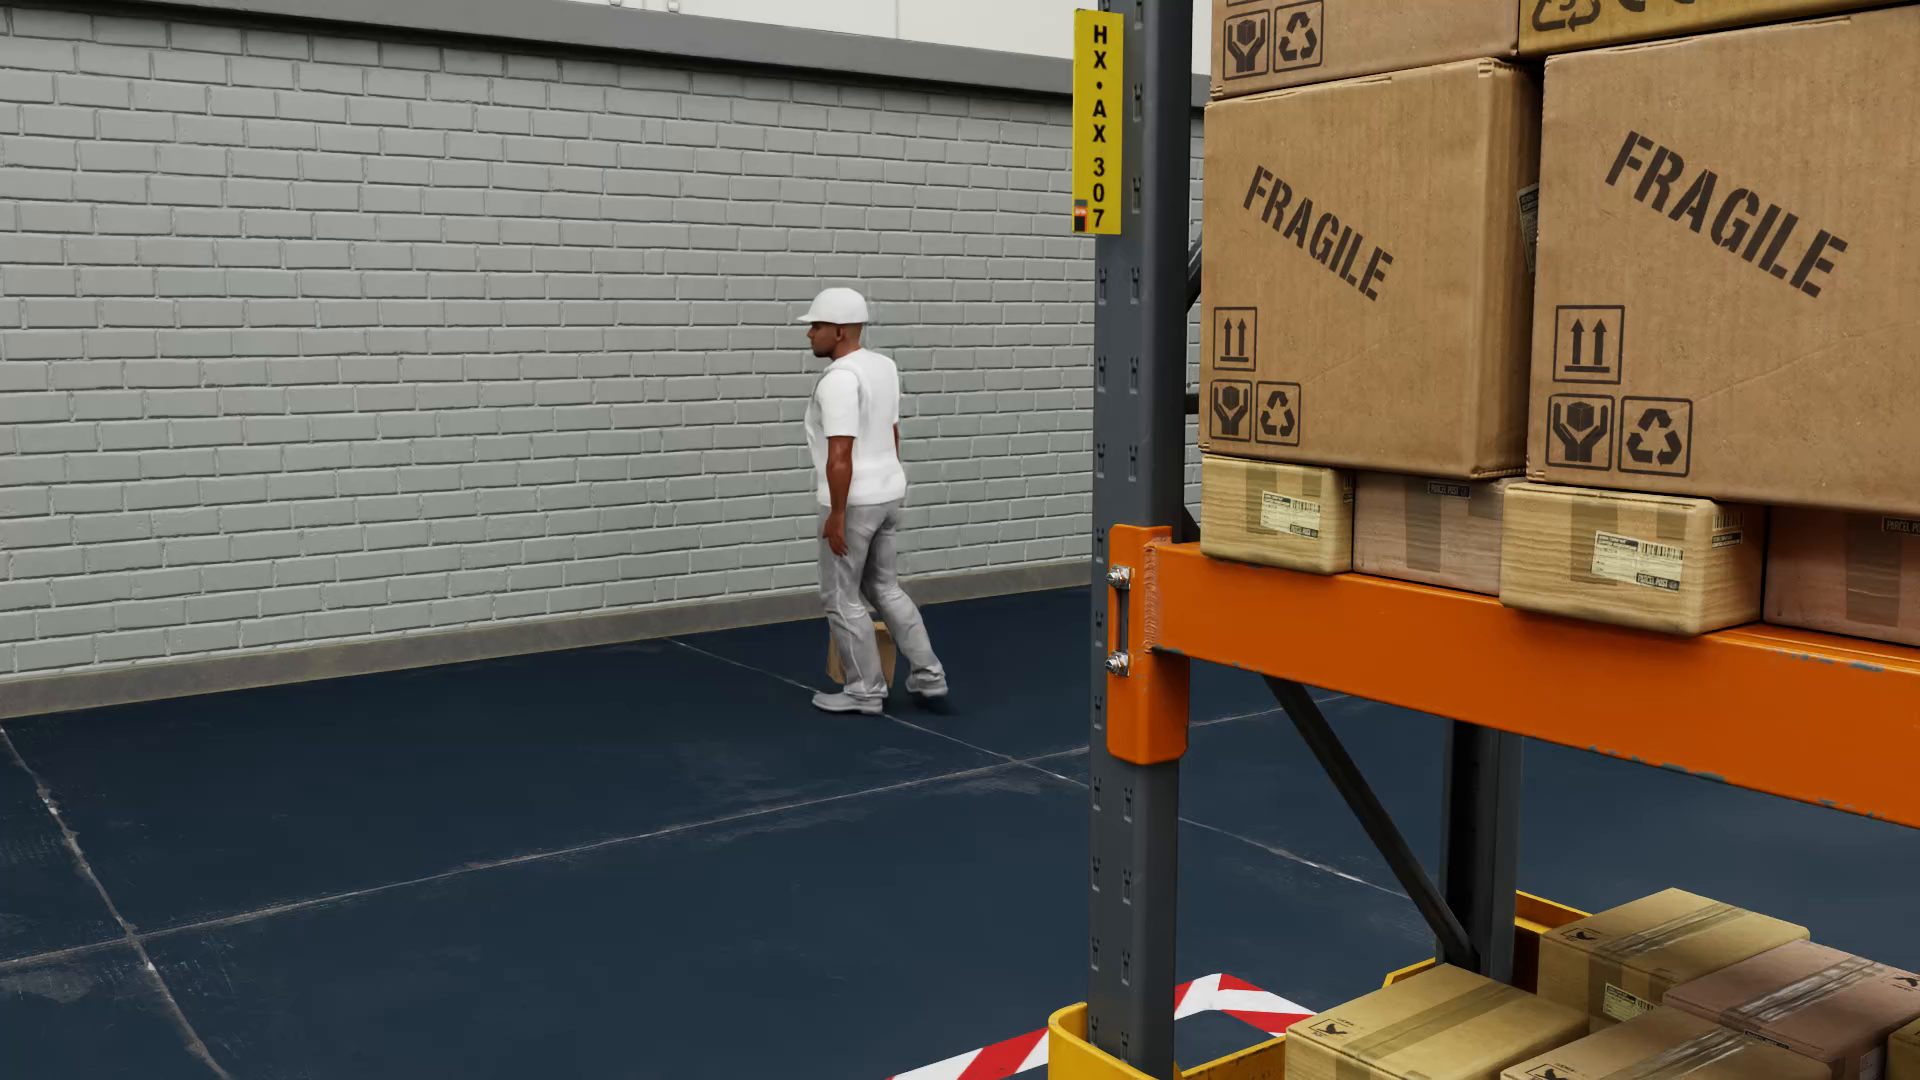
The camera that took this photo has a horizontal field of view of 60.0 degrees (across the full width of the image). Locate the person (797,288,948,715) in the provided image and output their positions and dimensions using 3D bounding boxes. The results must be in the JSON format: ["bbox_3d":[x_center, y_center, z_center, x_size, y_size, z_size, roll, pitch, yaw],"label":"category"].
[{"bbox_3d":[-0.360,-0.150,6.831,0.571,1.753,0.594,3,8,23],"label":"person"}]
